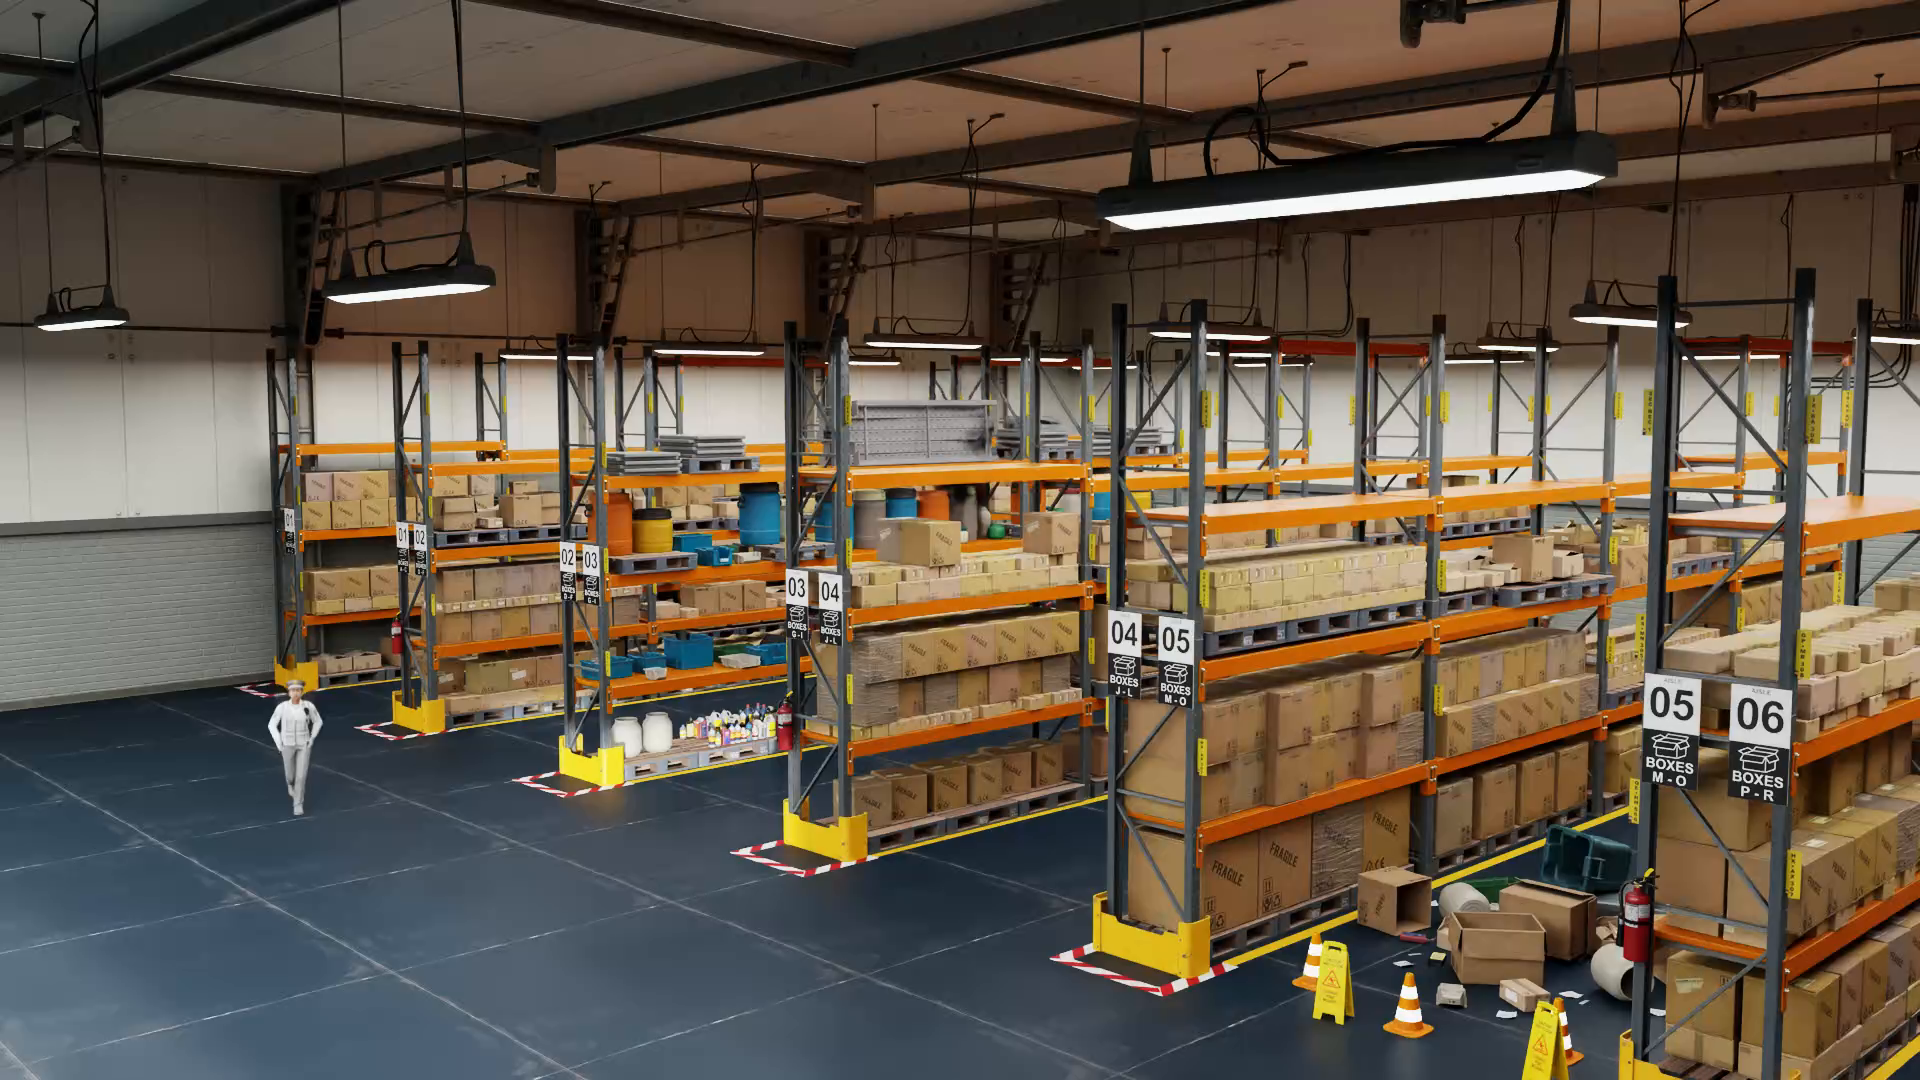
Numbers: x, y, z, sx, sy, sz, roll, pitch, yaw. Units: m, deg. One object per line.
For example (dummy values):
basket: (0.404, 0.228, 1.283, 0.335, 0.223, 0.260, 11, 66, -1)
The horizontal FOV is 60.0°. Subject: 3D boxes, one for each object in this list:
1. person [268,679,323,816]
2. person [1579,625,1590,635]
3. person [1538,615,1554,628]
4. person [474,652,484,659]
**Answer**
person: (-8.279, 2.556, 20.750, 0.636, 1.668, 0.710, -2, 5, -21)
person: (9.452, 2.189, 25.010, 0.697, 1.694, 0.994, 4, 7, 42)
person: (9.386, 2.006, 26.843, 0.543, 1.742, 0.725, 3, 6, 34)
person: (-8.248, 1.785, 28.768, 0.704, 1.837, 0.830, 4, 6, 36)
